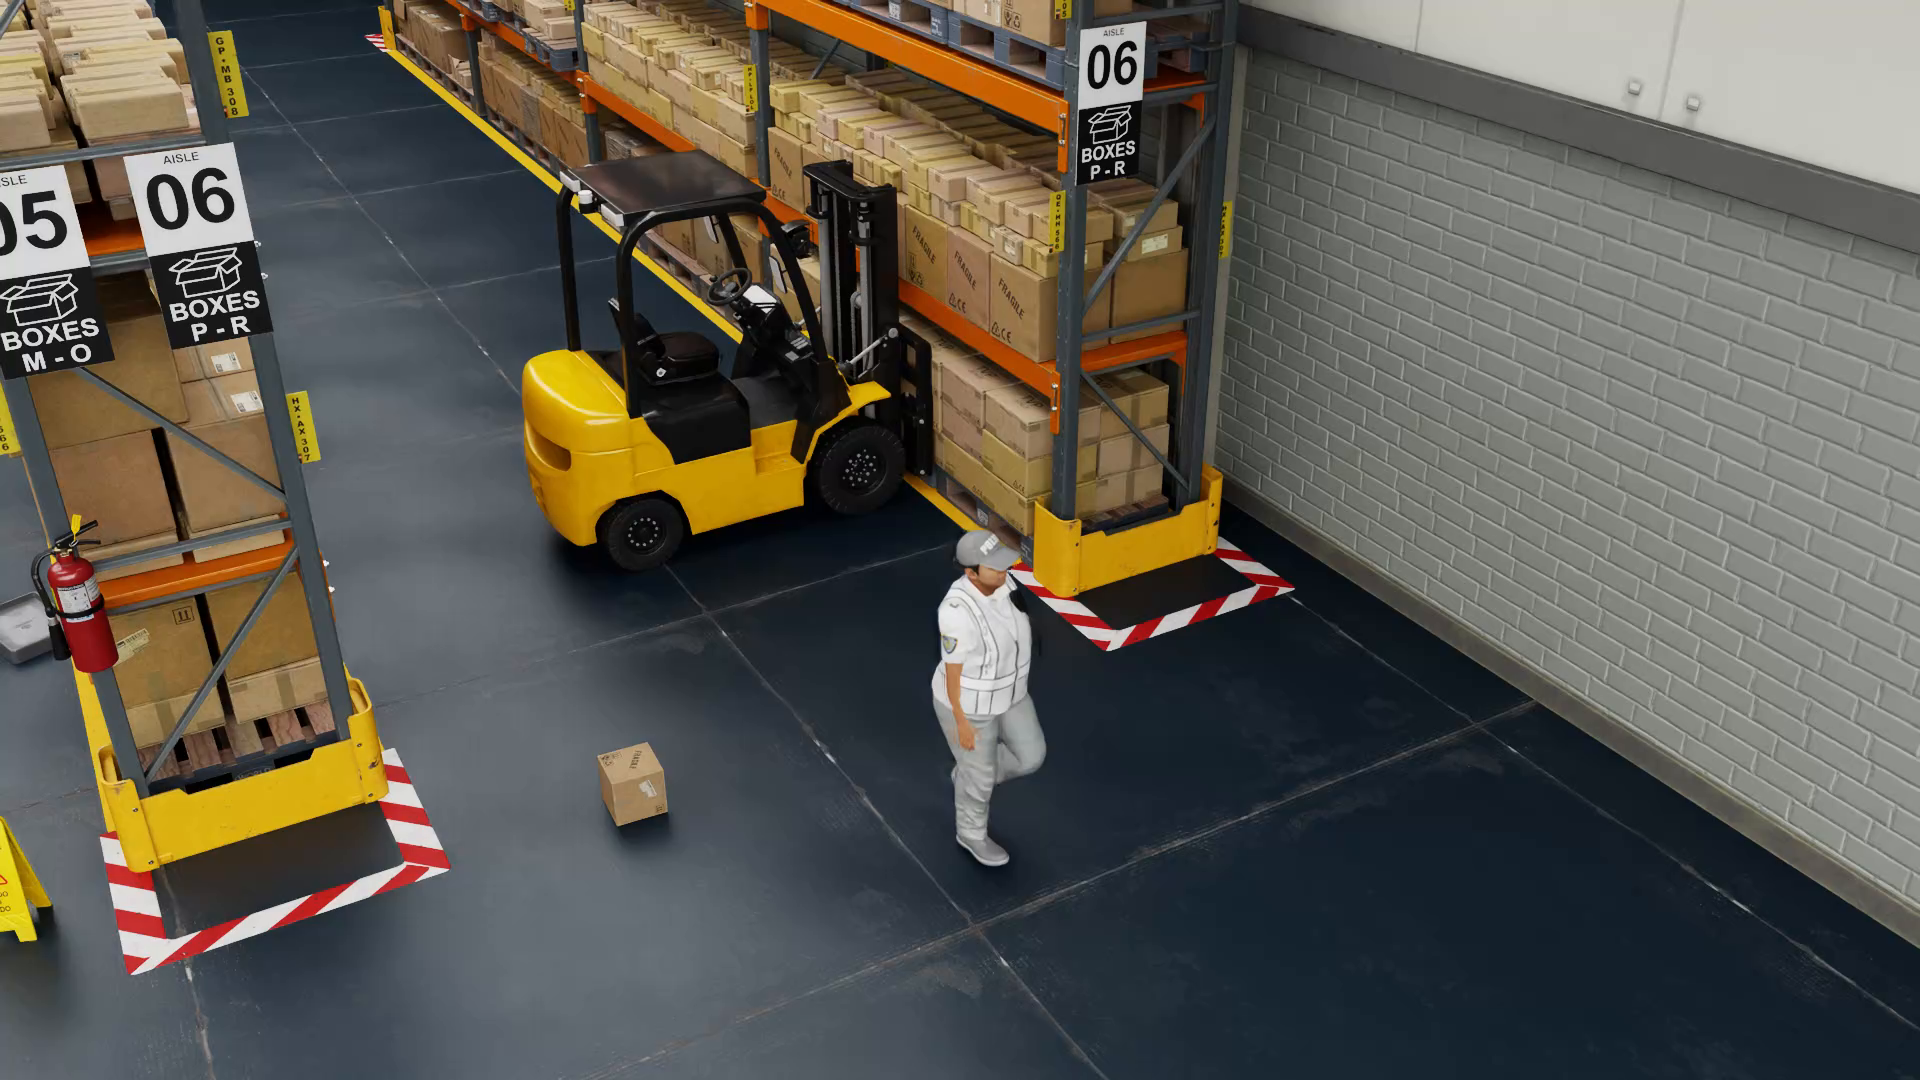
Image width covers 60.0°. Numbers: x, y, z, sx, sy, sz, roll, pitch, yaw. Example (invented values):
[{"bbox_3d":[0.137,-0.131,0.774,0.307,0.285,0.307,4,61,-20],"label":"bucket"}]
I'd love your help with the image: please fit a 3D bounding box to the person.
[{"bbox_3d":[0.107,0.760,7.321,0.437,1.357,0.452,21,36,33],"label":"person"}]
